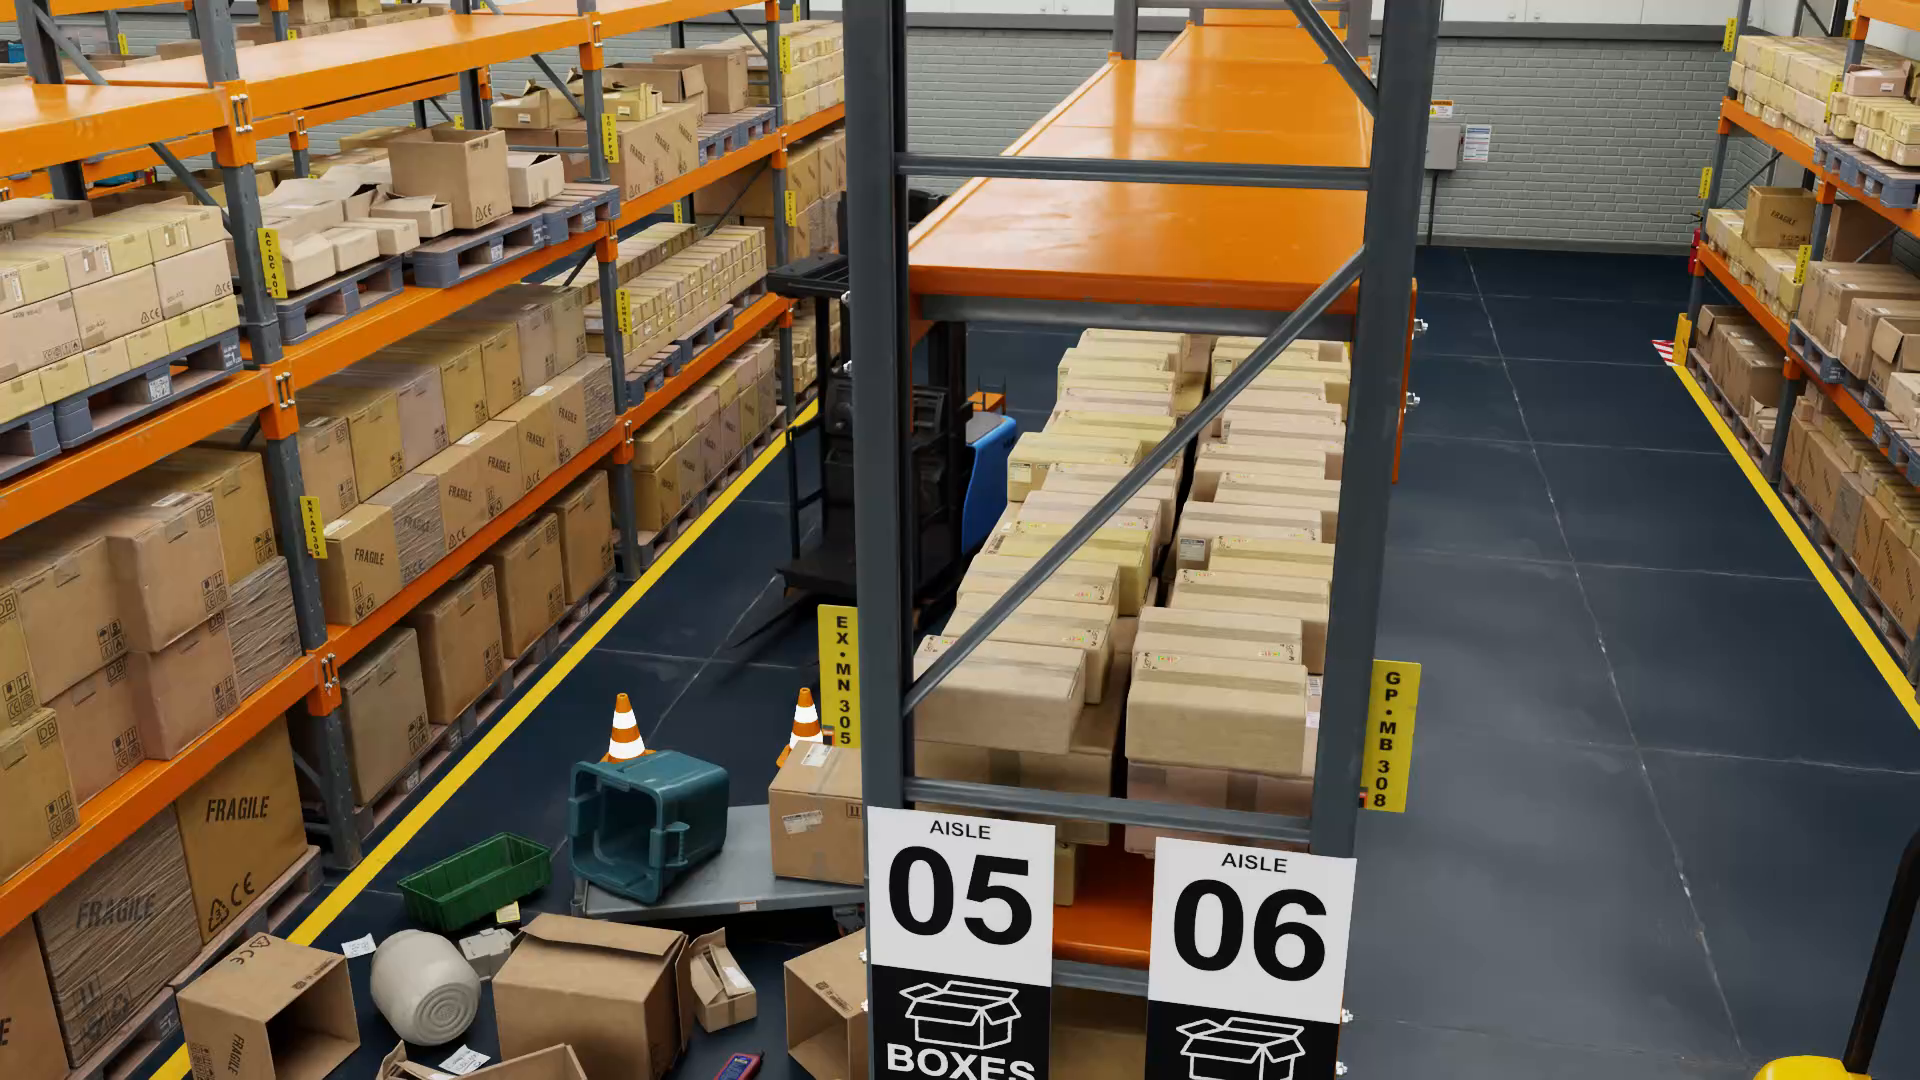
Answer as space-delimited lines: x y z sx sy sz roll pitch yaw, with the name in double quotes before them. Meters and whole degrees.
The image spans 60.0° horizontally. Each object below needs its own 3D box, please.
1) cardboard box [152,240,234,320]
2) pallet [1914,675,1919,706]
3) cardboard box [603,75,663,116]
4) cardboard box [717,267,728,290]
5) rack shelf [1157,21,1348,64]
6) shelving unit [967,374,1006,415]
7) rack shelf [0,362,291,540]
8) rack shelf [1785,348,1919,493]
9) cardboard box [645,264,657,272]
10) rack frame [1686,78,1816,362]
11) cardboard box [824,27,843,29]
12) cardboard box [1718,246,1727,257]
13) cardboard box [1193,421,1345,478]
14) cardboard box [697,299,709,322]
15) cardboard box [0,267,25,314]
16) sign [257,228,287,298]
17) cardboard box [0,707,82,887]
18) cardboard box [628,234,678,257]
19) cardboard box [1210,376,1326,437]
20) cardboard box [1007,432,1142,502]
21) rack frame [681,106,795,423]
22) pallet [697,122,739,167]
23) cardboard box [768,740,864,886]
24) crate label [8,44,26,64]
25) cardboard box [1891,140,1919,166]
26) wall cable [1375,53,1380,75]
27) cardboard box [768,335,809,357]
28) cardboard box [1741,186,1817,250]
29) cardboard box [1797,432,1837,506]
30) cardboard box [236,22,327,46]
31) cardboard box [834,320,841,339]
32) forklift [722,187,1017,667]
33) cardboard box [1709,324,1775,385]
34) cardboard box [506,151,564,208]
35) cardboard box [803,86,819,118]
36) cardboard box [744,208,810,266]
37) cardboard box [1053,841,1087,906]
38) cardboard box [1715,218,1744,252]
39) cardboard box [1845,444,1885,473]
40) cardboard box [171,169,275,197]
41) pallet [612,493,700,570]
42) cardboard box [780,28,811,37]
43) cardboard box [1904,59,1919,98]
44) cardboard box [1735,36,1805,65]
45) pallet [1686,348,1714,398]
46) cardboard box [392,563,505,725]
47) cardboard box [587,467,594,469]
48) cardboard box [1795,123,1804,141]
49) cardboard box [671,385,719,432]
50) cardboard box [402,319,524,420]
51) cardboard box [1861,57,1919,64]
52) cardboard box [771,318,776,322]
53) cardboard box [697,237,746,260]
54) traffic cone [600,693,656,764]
"cardboard box" -3.602 -1.166 7.355 0.500 0.250 0.500 4 22 10
"pallet" 6.584 1.181 10.168 1.003 0.211 1.213 4 22 11
"cardboard box" -2.466 -3.332 12.469 0.396 0.266 0.258 4 22 11
"cardboard box" -2.220 -2.264 14.365 0.380 0.149 0.250 3 22 8
"rack shelf" 1.522 -2.319 8.595 1.077 0.370 4.000 4 22 11
"shelving unit" 0.171 -0.691 13.494 0.258 1.200 0.503 8 23 19
"rack shelf" -4.161 0.009 6.294 1.077 0.370 4.000 4 22 11
"rack shelf" 7.198 -0.808 12.338 1.077 0.370 4.000 4 22 11
"cardboard box" -2.860 -2.314 14.491 0.380 0.149 0.250 5 23 13
"rack frame" 8.422 -3.336 17.652 1.000 3.000 0.127 4 22 11
"cardboard box" -1.230 -5.366 17.676 0.380 0.149 0.250 5 22 12
"cardboard box" 8.080 -3.024 17.212 0.380 0.149 0.250 5 22 12
"cardboard box" 1.067 -0.232 5.732 0.500 0.250 0.500 4 22 10
"cardboard box" -2.325 -1.934 13.945 0.380 0.149 0.250 4 22 9
"cardboard box" -3.774 -0.931 6.238 0.380 0.149 0.250 4 22 10
"sign" -3.209 -1.291 7.761 0.100 0.325 0.005 4 22 11
"cardboard box" -4.142 0.995 6.699 0.875 0.550 0.500 4 22 11
"cardboard box" -2.757 -2.640 14.901 0.380 0.149 0.250 5 22 11
"cardboard box" 1.065 -0.454 5.750 0.380 0.149 0.250 4 22 10
"cardboard box" 0.357 -0.216 5.158 0.380 0.149 0.250 5 22 12
"rack frame" -2.121 -2.590 15.801 1.000 3.000 0.127 4 22 11
"pallet" -2.559 -3.297 13.793 1.213 0.211 1.003 4 22 11
"cardboard box" -0.635 1.359 8.326 0.500 0.500 0.500 4 22 11
"crate label" -11.493 -5.856 20.092 0.408 0.251 0.502 4 22 11
"cardboard box" 6.867 -2.746 11.812 0.380 0.149 0.250 5 22 12
"wall cable" 6.081 -6.144 23.265 0.588 1.984 0.122 4 22 11
"cardboard box" -1.733 -1.945 16.656 0.380 0.149 0.250 6 23 14
"cardboard box" 7.760 -3.058 15.761 0.500 0.500 0.500 5 22 12
"cardboard box" 7.188 -0.553 13.526 0.500 0.500 0.500 4 22 10
"cardboard box" -6.855 -4.975 16.877 0.700 0.500 0.500 3 22 8
"cardboard box" -1.430 -2.273 17.869 0.380 0.149 0.250 5 22 11
"forklift" -0.631 -0.899 11.693 1.130 2.935 3.031 10 24 23
"cardboard box" 7.992 -1.845 16.734 0.700 0.500 0.500 5 23 13
"cardboard box" -2.856 -2.314 10.522 0.500 0.311 0.500 4 22 11
"cardboard box" -1.675 -4.245 16.095 0.500 0.250 0.500 4 22 10
"cardboard box" -1.773 -2.937 16.128 0.500 0.500 0.500 4 22 10
"cardboard box" 0.096 0.712 3.922 0.380 0.149 0.250 5 22 11
"cardboard box" 7.963 -3.074 16.805 0.500 0.250 0.500 5 22 11
"cardboard box" 7.067 -0.616 12.814 0.380 0.149 0.250 5 23 13
"cardboard box" -7.078 -3.283 16.044 0.797 0.503 0.637 4 22 10
"pallet" -2.776 -0.120 13.399 1.003 0.211 1.213 4 22 11
"cardboard box" -1.789 -5.314 17.546 0.380 0.149 0.250 5 22 12
"cardboard box" 7.611 -3.602 12.985 0.396 0.266 0.258 4 22 10
"cardboard box" 8.086 -4.884 16.615 0.500 0.250 0.500 4 22 10
"pallet" 8.245 -1.723 17.380 1.003 0.211 1.213 4 22 11
"cardboard box" -3.514 0.598 10.334 1.050 0.750 0.750 4 22 11
"cardboard box" -3.058 -0.423 13.204 0.500 0.500 0.500 4 22 11
"cardboard box" 7.561 -3.578 14.574 0.380 0.149 0.250 4 22 11
"cardboard box" -2.342 -1.110 13.905 0.500 0.250 0.500 5 22 11
"cardboard box" -3.243 -1.101 10.631 0.700 0.500 0.500 4 22 10
"cardboard box" 8.179 -4.100 14.668 0.500 0.250 0.500 4 22 10
"cardboard box" -2.152 -2.272 17.467 0.380 0.149 0.250 3 22 8
"cardboard box" -2.120 -2.590 14.778 0.380 0.149 0.250 4 22 9
"traffic cone" -2.001 1.137 9.942 0.336 0.463 0.334 4 22 11
